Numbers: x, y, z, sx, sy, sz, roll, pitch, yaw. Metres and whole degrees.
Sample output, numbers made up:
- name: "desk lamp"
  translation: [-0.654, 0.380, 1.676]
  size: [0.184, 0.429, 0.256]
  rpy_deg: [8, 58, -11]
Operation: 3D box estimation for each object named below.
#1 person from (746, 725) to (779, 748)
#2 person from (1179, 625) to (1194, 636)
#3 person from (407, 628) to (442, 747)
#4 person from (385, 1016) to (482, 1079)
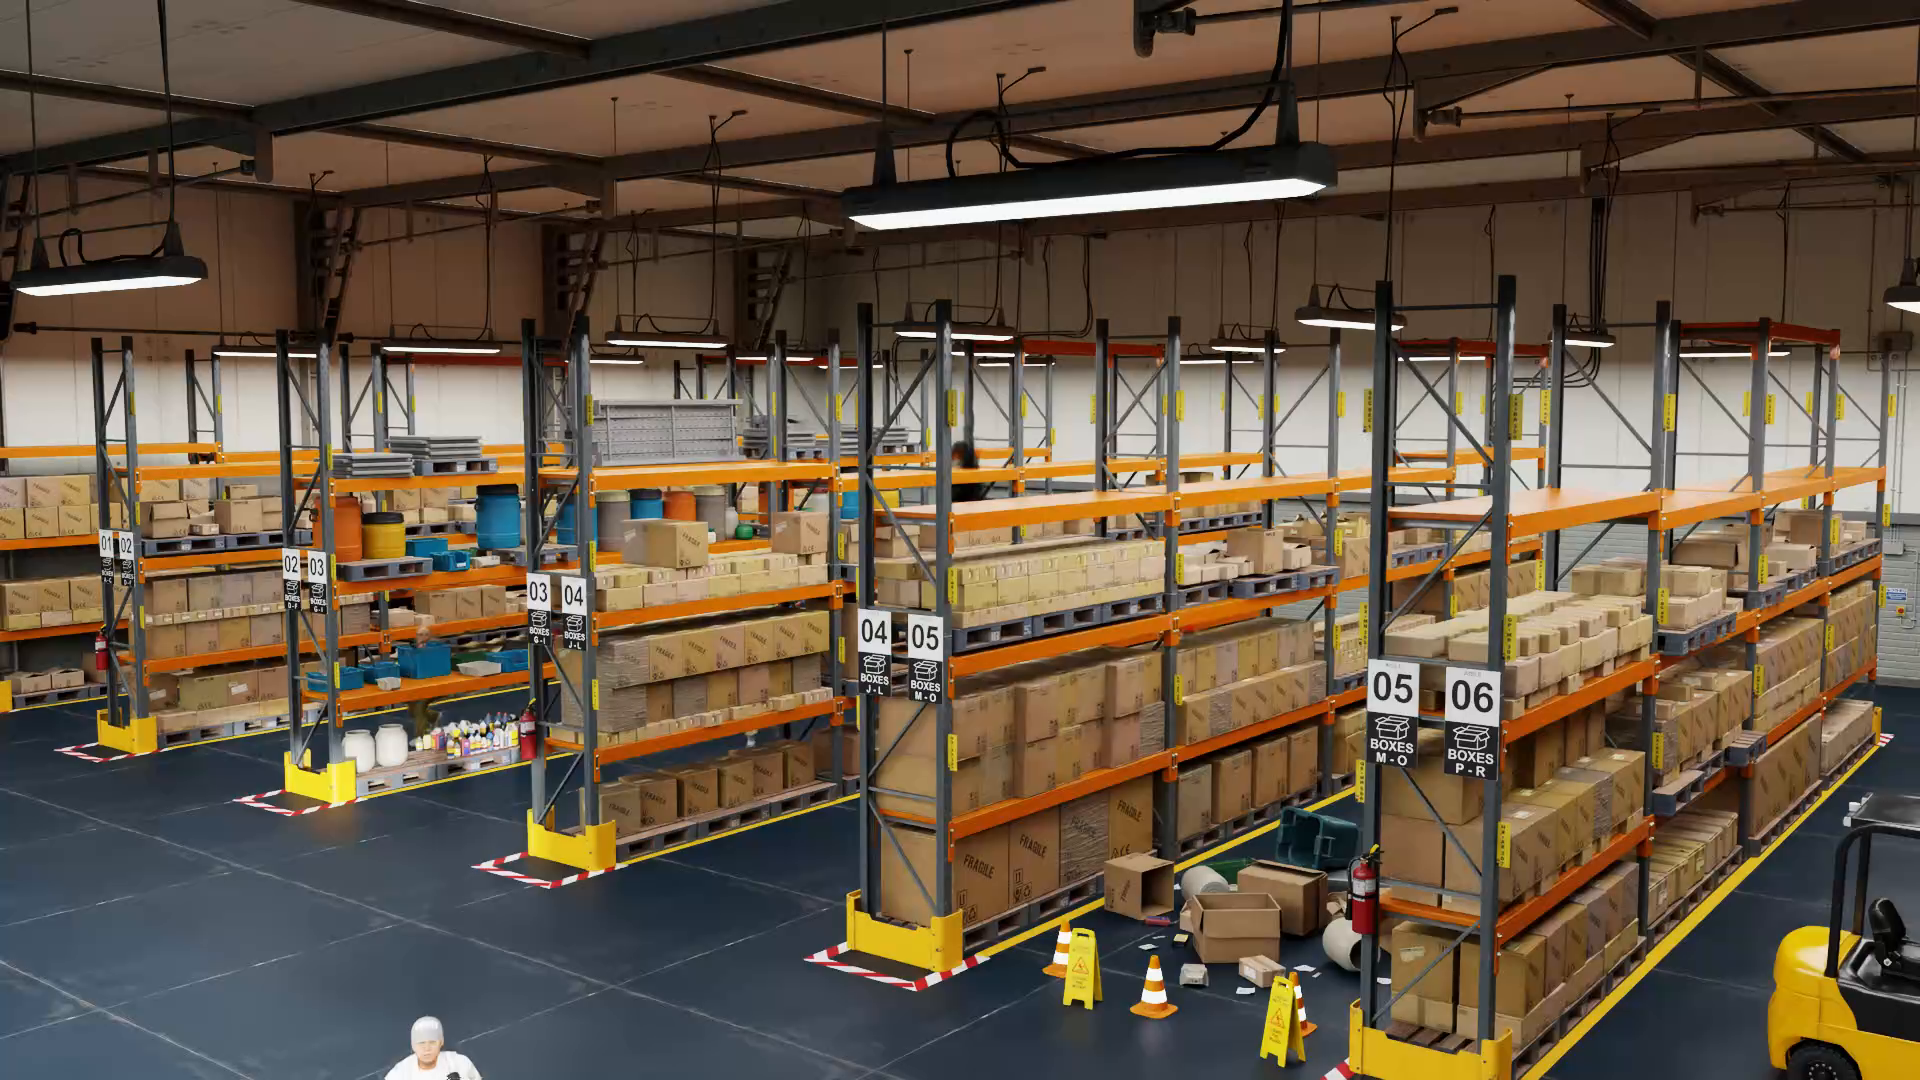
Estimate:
- name: "person"
  translation: [-2.777, 2.079, 23.224]
  size: [0.669, 1.758, 0.834]
  rpy_deg: [3, 6, 33]
- name: "person"
  translation: [3.054, 2.012, 22.639]
  size: [0.667, 1.780, 0.787]
  rpy_deg: [3, 6, 27]
- name: "person"
  translation: [-7.905, 2.153, 24.615]
  size: [0.709, 1.737, 0.757]
  rpy_deg: [2, 5, 24]
- name: "person"
  translation: [-3.026, 3.531, 9.526]
  size: [0.607, 1.667, 0.841]
  rpy_deg: [-2, 5, -19]
